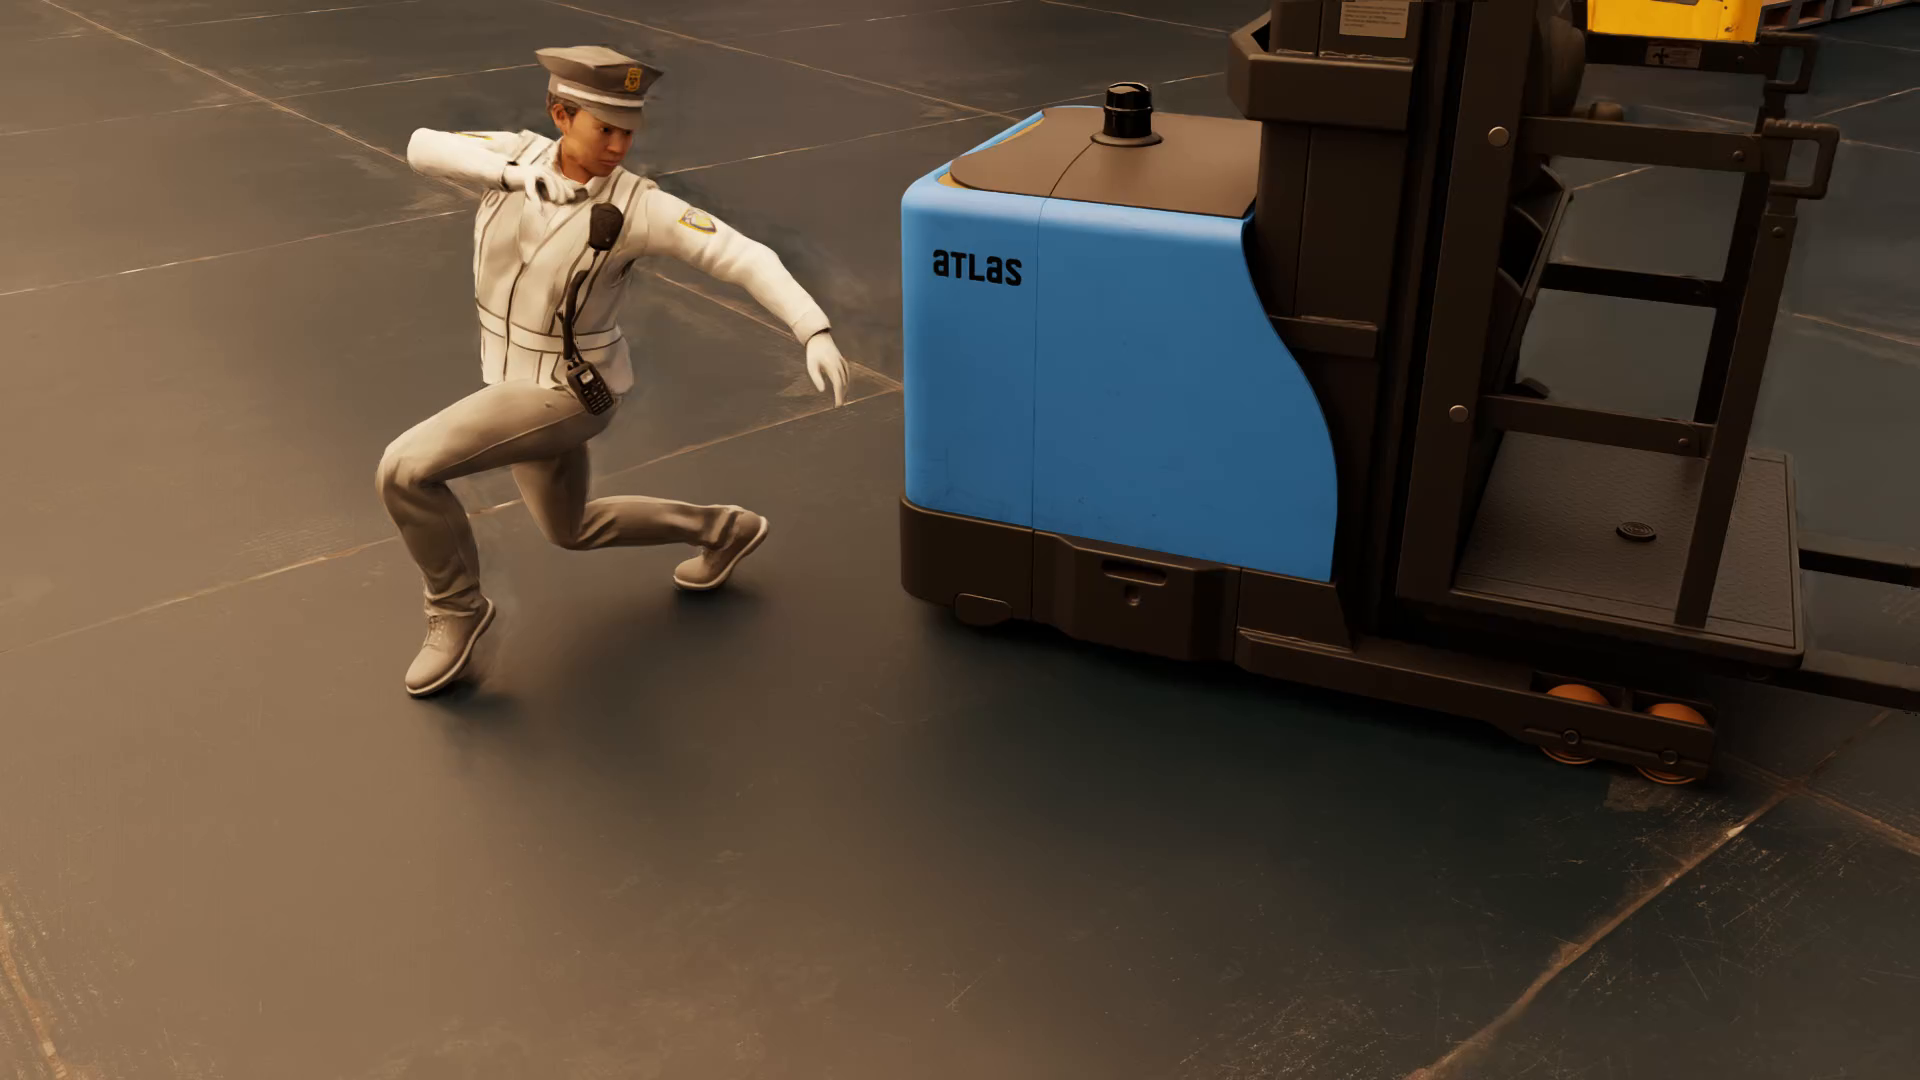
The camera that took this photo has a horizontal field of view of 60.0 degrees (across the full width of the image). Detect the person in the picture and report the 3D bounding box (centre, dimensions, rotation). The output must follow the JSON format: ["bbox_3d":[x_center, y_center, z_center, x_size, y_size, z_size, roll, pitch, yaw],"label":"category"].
[{"bbox_3d":[-0.774,-0.343,3.640,0.945,1.380,0.822,-23,35,-39],"label":"person"}]

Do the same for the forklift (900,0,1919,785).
[{"bbox_3d":[1.420,-1.071,3.362,3.031,2.935,1.130,11,28,20],"label":"forklift"}]
